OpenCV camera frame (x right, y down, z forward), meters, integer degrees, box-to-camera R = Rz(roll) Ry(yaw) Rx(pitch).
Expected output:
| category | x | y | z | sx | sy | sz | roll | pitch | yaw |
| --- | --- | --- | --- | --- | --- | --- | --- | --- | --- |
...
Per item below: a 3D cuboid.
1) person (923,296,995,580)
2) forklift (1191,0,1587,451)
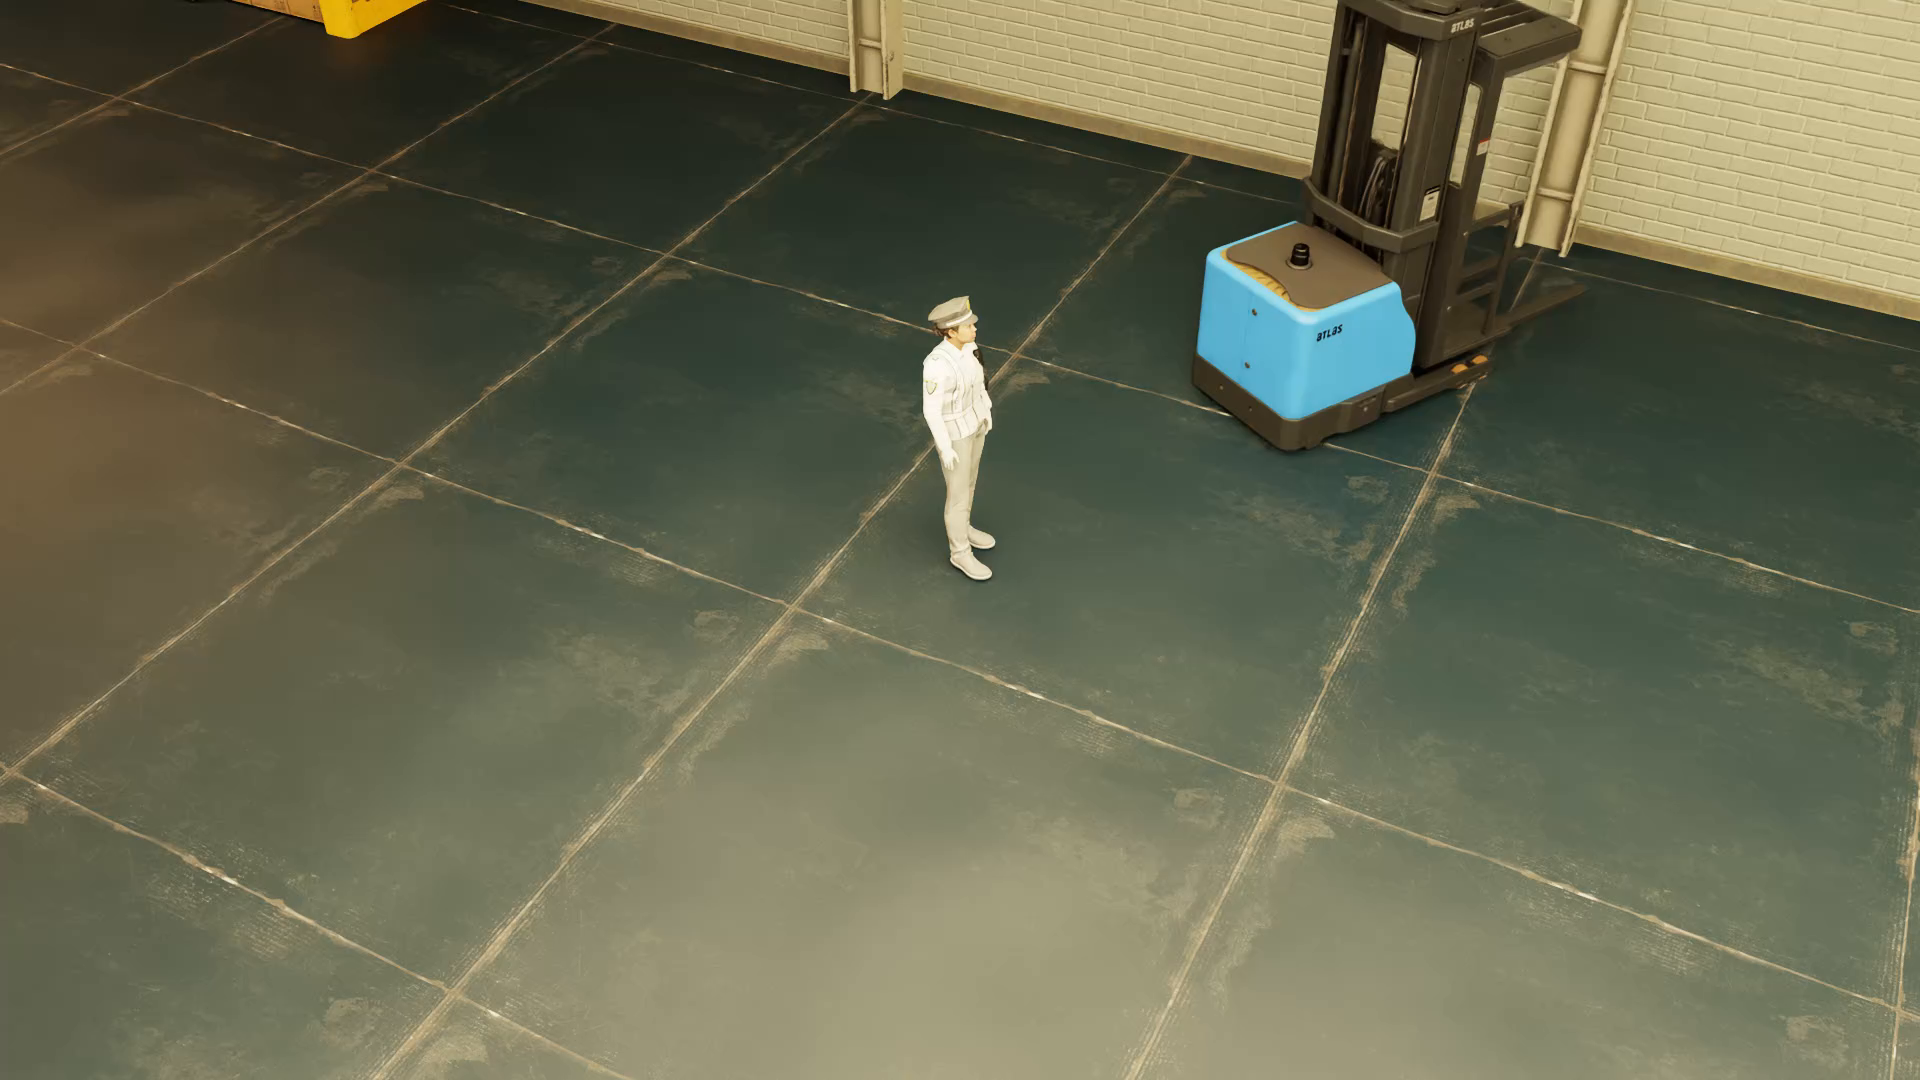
| category | x | y | z | sx | sy | sz | roll | pitch | yaw |
| --- | --- | --- | --- | --- | --- | --- | --- | --- | --- |
| person | 0.058 | -0.630 | 9.683 | 0.531 | 1.695 | 0.588 | 18 | 43 | 21 |
| forklift | 3.110 | -2.433 | 10.876 | 3.031 | 2.935 | 1.130 | -22 | 45 | -24 |
